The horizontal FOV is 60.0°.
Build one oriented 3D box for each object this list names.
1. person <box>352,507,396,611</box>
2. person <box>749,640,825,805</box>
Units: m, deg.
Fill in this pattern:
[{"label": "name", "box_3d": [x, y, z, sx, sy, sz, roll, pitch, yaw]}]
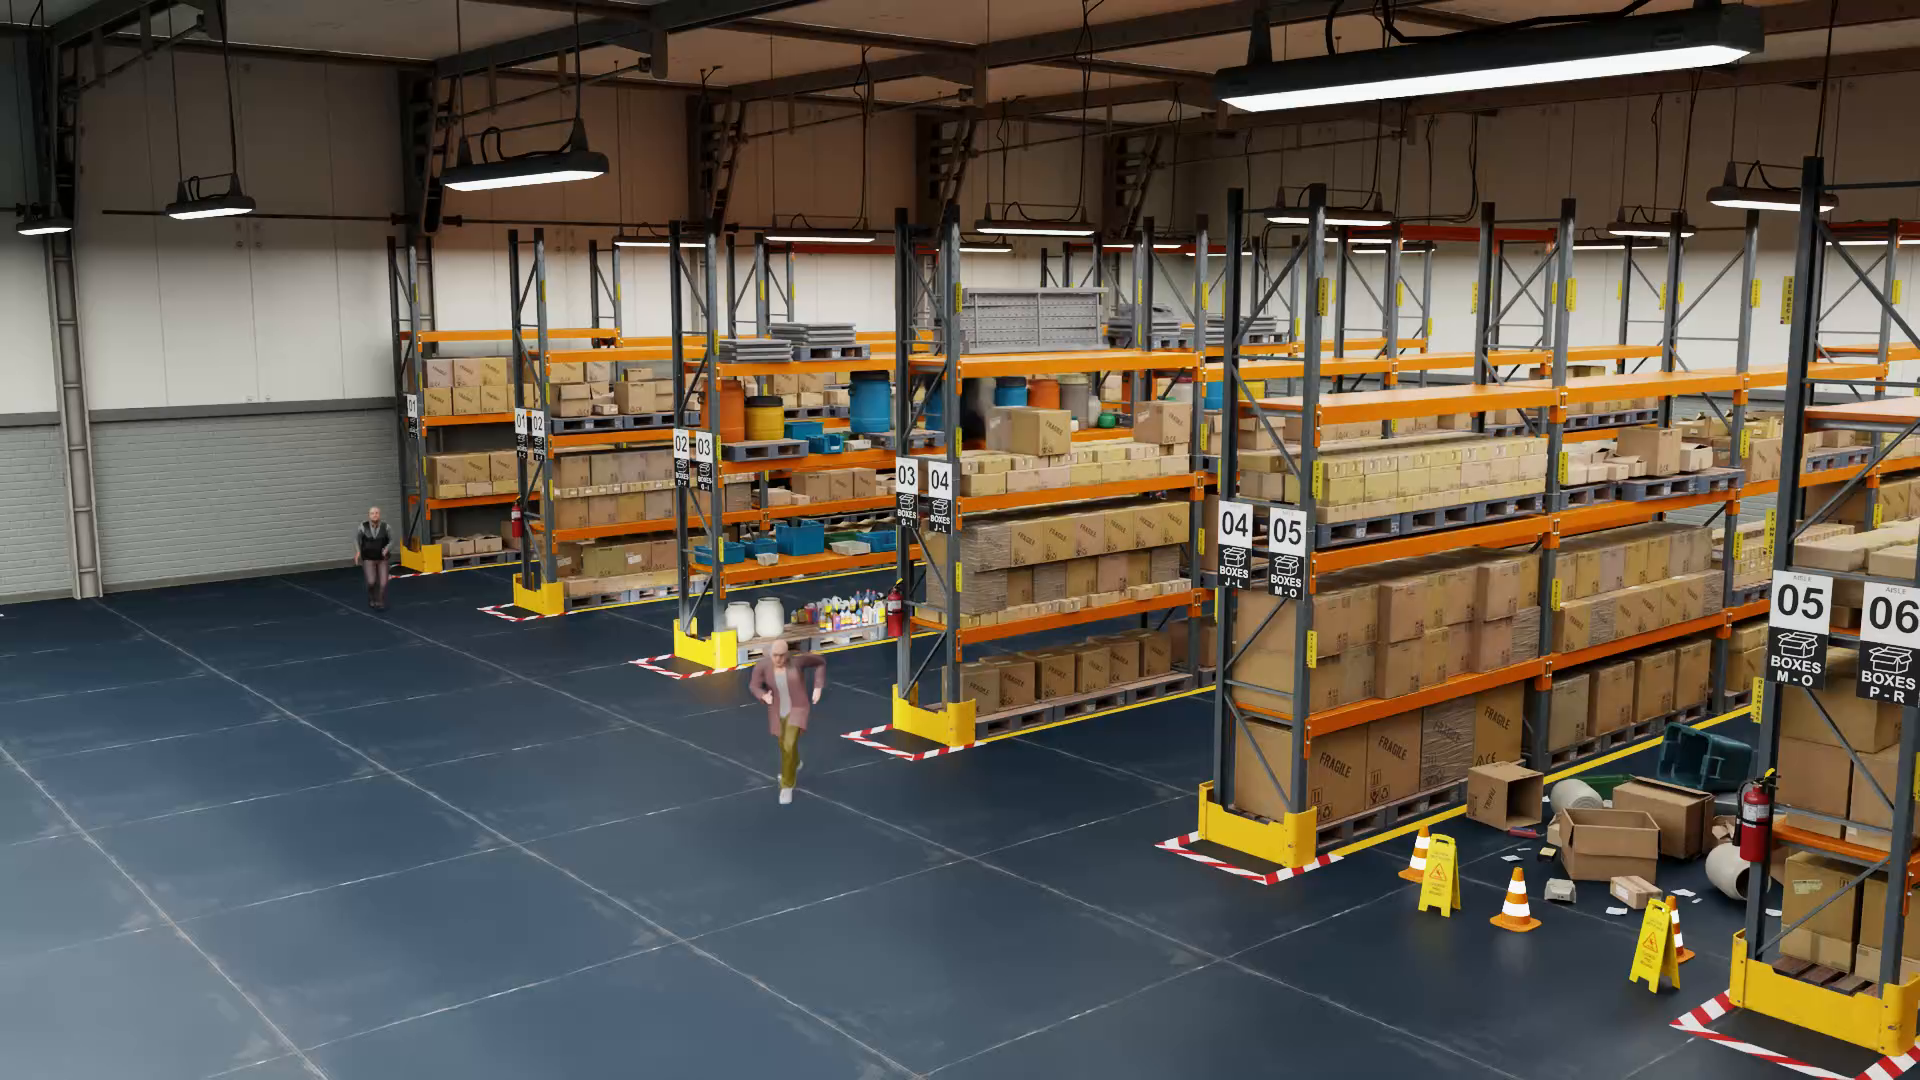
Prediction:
[{"label": "person", "box_3d": [-9.200, 0.318, 26.185, 0.644, 1.672, 0.665, -3, 9, -21]}, {"label": "person", "box_3d": [-1.728, 1.792, 16.880, 0.753, 1.735, 1.072, 1, 9, 5]}]
